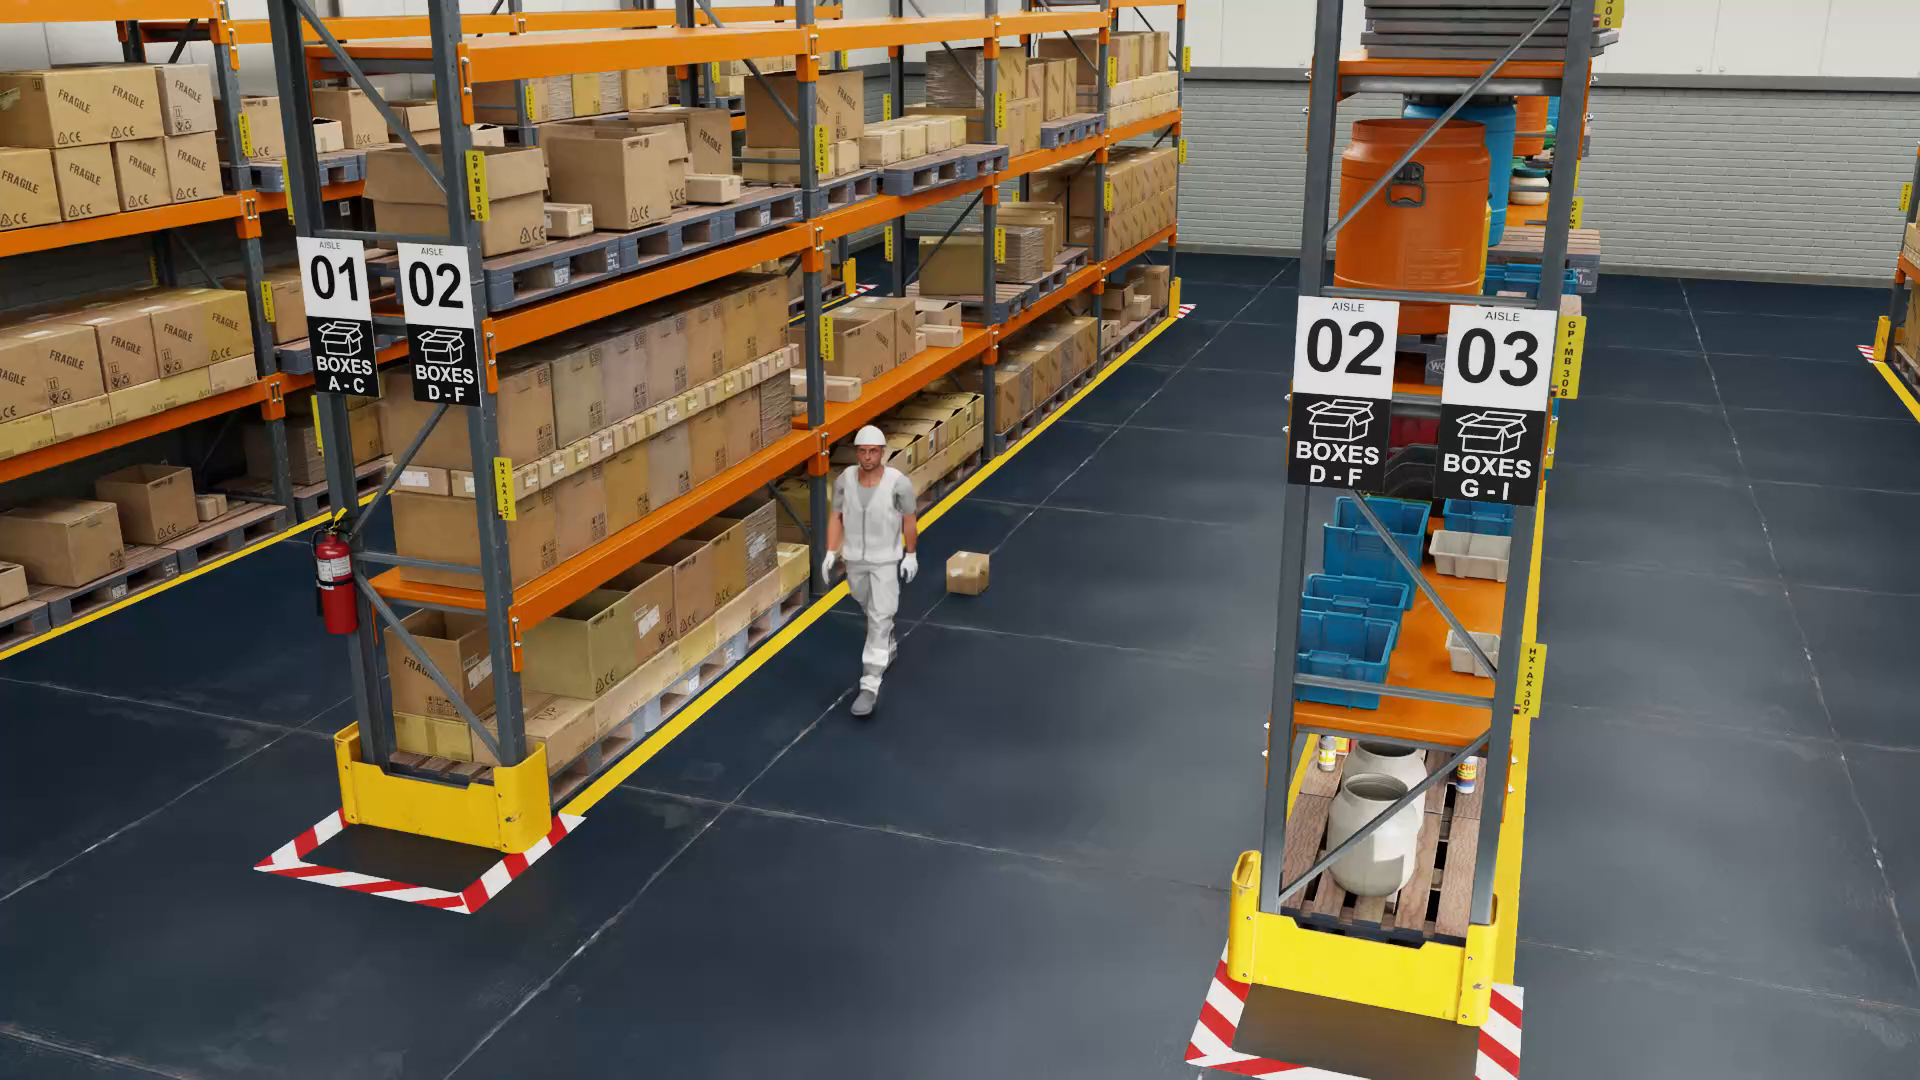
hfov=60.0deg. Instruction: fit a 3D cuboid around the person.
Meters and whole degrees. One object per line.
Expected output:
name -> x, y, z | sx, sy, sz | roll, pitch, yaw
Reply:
person -> -0.594, 0.133, 10.558 | 0.540, 1.725, 1.031 | 6, 19, 17
